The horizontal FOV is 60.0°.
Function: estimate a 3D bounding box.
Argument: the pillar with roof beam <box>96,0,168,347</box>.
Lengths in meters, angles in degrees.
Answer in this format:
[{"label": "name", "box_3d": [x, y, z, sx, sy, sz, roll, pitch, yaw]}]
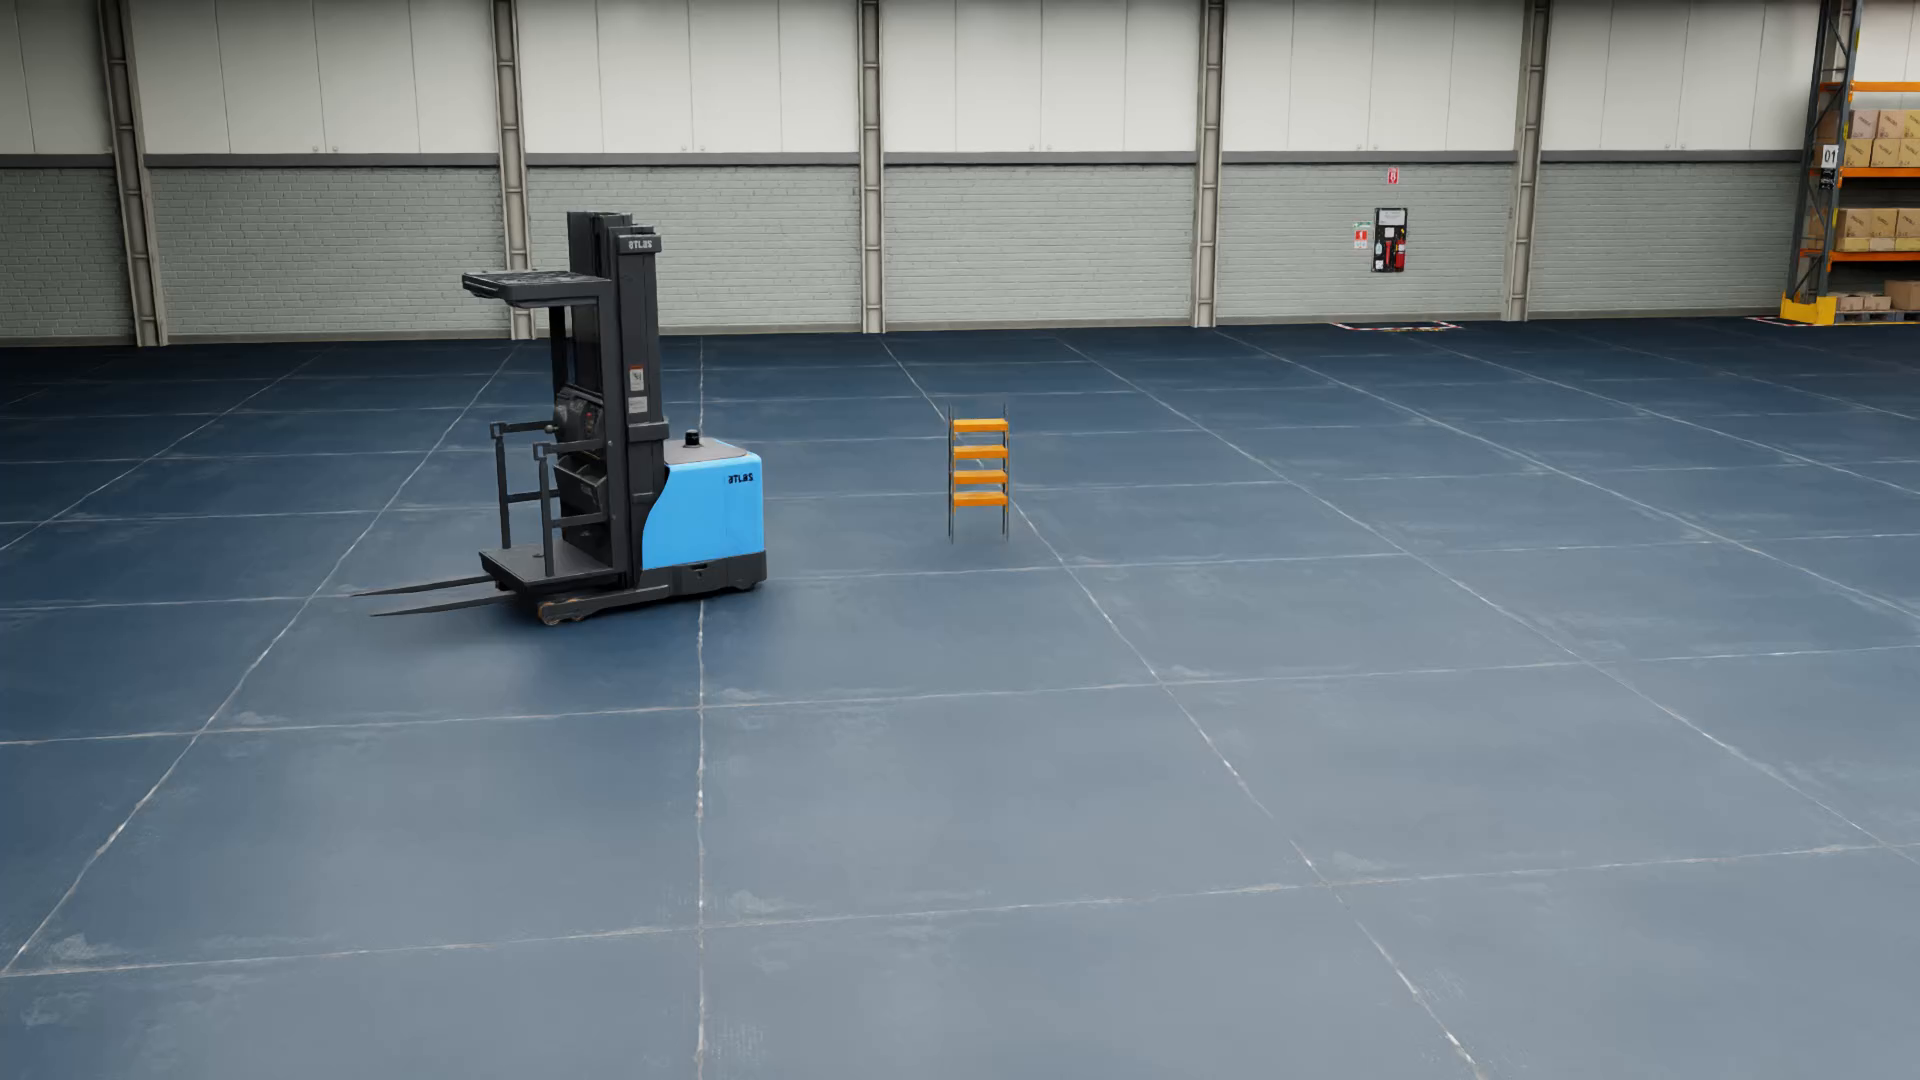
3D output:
[{"label": "pillar with roof beam", "box_3d": [-12.751, -6.559, 22.378, 0.400, 9.000, 9.100, -2, 14, -8]}]

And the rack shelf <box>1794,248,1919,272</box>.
[{"label": "rack shelf", "box_3d": [17.687, -5.262, 31.018, 4.000, 0.370, 1.077, -2, 14, -8]}]

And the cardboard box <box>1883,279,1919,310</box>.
[{"label": "cardboard box", "box_3d": [17.704, -4.578, 31.046, 0.500, 0.500, 0.700, -3, 14, -12]}]

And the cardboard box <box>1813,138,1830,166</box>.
[{"label": "cardboard box", "box_3d": [16.084, -7.128, 30.565, 0.500, 0.500, 0.500, -1, 14, -4]}]

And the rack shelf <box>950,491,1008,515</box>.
[{"label": "rack shelf", "box_3d": [0.164, -0.330, 14.664, 0.480, 0.148, 0.258, -2, 14, -8]}]

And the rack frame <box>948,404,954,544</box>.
[{"label": "rack frame", "box_3d": [-0.078, -0.579, 14.565, 0.015, 1.200, 0.240, -2, 14, -8]}]

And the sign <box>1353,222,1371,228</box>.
[{"label": "sign", "box_3d": [7.334, -5.752, 30.327, 0.331, 0.109, 0.001, -2, 14, -8]}]

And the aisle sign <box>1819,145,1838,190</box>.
[{"label": "aisle sign", "box_3d": [15.683, -6.725, 30.027, 0.004, 0.787, 0.394, -2, 14, -8]}]

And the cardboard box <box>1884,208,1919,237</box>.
[{"label": "cardboard box", "box_3d": [17.228, -5.817, 30.477, 0.500, 0.500, 0.500, -3, 14, -10]}]

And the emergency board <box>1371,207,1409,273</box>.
[{"label": "emergency board", "box_3d": [7.890, -5.474, 30.384, 0.643, 1.169, 0.194, -2, 14, -8]}]

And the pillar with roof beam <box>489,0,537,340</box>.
[{"label": "pillar with roof beam", "box_3d": [-6.818, -6.777, 23.245, 0.400, 9.000, 9.100, -2, 14, -8]}]

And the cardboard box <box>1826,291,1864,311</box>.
[{"label": "cardboard box", "box_3d": [16.407, -4.451, 30.928, 0.500, 0.311, 0.500, -4, 15, -15]}]

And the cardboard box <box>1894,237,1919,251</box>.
[{"label": "cardboard box", "box_3d": [17.255, -5.456, 30.579, 0.500, 0.250, 0.500, -2, 14, -9]}]

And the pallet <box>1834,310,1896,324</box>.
[{"label": "pallet", "box_3d": [16.593, -4.210, 31.075, 1.213, 0.211, 1.003, -2, 14, -8]}]

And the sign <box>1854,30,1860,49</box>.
[{"label": "sign", "box_3d": [15.790, -8.810, 29.268, 0.005, 0.325, 0.100, -2, 14, -8]}]

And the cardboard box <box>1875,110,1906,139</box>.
[{"label": "cardboard box", "box_3d": [16.630, -7.498, 29.987, 0.500, 0.500, 0.500, -2, 14, -9]}]

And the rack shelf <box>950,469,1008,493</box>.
[{"label": "rack shelf", "box_3d": [0.164, -0.523, 14.616, 0.480, 0.148, 0.258, -2, 14, -8]}]

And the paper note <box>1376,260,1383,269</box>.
[{"label": "paper note", "box_3d": [7.705, -5.057, 30.532, 0.142, 0.148, 0.016, -2, 14, -8]}]

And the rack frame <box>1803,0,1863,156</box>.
[{"label": "rack frame", "box_3d": [15.709, -8.449, 29.911, 0.127, 3.000, 1.000, -2, 14, -8]}]

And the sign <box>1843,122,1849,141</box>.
[{"label": "sign", "box_3d": [15.790, -7.287, 29.649, 0.005, 0.325, 0.100, -2, 14, -8]}]

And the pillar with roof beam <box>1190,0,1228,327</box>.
[{"label": "pillar with roof beam", "box_3d": [5.048, -7.212, 24.979, 0.400, 9.000, 9.100, -2, 14, -8]}]

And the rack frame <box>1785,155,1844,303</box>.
[{"label": "rack frame", "box_3d": [15.709, -5.539, 30.641, 0.127, 3.000, 1.000, -2, 14, -8]}]

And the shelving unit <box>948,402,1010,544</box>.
[{"label": "shelving unit", "box_3d": [0.164, -0.588, 14.600, 0.503, 1.200, 0.258, -2, 14, -8]}]

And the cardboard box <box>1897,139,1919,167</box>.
[{"label": "cardboard box", "box_3d": [17.127, -7.035, 30.192, 0.500, 0.500, 0.500, -1, 14, -6]}]

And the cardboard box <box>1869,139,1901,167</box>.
[{"label": "cardboard box", "box_3d": [16.614, -7.015, 30.114, 0.500, 0.500, 0.500, -1, 14, -5]}]

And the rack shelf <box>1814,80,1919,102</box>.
[{"label": "rack shelf", "box_3d": [17.687, -8.171, 30.288, 4.000, 0.370, 1.077, -2, 14, -8]}]

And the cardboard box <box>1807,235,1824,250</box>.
[{"label": "cardboard box", "box_3d": [16.143, -5.539, 30.910, 0.500, 0.250, 0.500, -2, 14, -7]}]

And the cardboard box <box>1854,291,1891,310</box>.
[{"label": "cardboard box", "box_3d": [16.971, -4.472, 31.011, 0.500, 0.311, 0.500, -1, 14, -4]}]

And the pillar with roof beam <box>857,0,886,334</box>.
[{"label": "pillar with roof beam", "box_3d": [-0.885, -6.994, 24.112, 0.400, 9.000, 9.100, -2, 14, -8]}]

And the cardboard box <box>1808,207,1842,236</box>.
[{"label": "cardboard box", "box_3d": [16.144, -5.908, 30.838, 0.500, 0.500, 0.500, -2, 14, -9]}]

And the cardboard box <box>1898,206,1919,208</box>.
[{"label": "cardboard box", "box_3d": [17.652, -5.962, 31.053, 0.500, 0.500, 0.500, -2, 14, -8]}]

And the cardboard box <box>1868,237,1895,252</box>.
[{"label": "cardboard box", "box_3d": [16.751, -5.439, 30.512, 0.500, 0.250, 0.500, -3, 14, -10]}]

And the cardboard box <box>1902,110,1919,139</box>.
[{"label": "cardboard box", "box_3d": [17.135, -7.520, 30.071, 0.500, 0.500, 0.500, -2, 14, -7]}]

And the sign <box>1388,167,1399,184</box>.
[{"label": "sign", "box_3d": [7.868, -6.623, 30.197, 0.199, 0.298, 0.001, -2, 14, -8]}]

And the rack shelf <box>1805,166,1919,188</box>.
[{"label": "rack shelf", "box_3d": [17.687, -6.717, 30.653, 4.000, 0.370, 1.077, -2, 14, -8]}]

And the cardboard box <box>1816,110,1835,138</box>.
[{"label": "cardboard box", "box_3d": [16.097, -7.615, 30.453, 0.500, 0.500, 0.500, -1, 14, -6]}]

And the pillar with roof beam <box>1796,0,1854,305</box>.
[{"label": "pillar with roof beam", "box_3d": [16.914, -7.647, 26.713, 0.400, 9.000, 9.100, -2, 14, -8]}]

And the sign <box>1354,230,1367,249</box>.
[{"label": "sign", "box_3d": [7.328, -5.497, 30.399, 0.234, 0.329, 0.001, -2, 14, -8]}]

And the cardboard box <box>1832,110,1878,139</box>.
[{"label": "cardboard box", "box_3d": [16.127, -7.492, 29.963, 0.500, 0.500, 0.500, -3, 14, -12]}]

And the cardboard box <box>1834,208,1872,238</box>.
[{"label": "cardboard box", "box_3d": [16.226, -5.784, 30.346, 0.500, 0.500, 0.500, -2, 14, -8]}]

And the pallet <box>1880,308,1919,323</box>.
[{"label": "pallet", "box_3d": [17.797, -4.253, 31.248, 1.213, 0.211, 1.003, -2, 14, -8]}]

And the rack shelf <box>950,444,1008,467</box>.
[{"label": "rack shelf", "box_3d": [0.164, -0.740, 14.562, 0.480, 0.148, 0.258, -2, 14, -8]}]

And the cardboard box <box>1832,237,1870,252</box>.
[{"label": "cardboard box", "box_3d": [16.239, -5.417, 30.423, 0.500, 0.250, 0.500, -3, 14, -10]}]

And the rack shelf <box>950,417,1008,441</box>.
[{"label": "rack shelf", "box_3d": [0.164, -0.969, 14.504, 0.480, 0.148, 0.258, -2, 14, -8]}]

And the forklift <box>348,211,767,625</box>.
[{"label": "forklift", "box_3d": [-3.049, -0.942, 12.454, 3.031, 2.935, 1.130, -9, 17, -32]}]

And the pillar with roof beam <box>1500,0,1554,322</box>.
[{"label": "pillar with roof beam", "box_3d": [10.981, -7.429, 25.846, 0.400, 9.000, 9.100, -2, 14, -8]}]

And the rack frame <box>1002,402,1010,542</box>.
[{"label": "rack frame", "box_3d": [0.405, -0.597, 14.635, 0.015, 1.200, 0.240, -2, 14, -8]}]

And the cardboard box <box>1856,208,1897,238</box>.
[{"label": "cardboard box", "box_3d": [16.717, -5.800, 30.408, 0.500, 0.500, 0.500, -2, 14, -8]}]
